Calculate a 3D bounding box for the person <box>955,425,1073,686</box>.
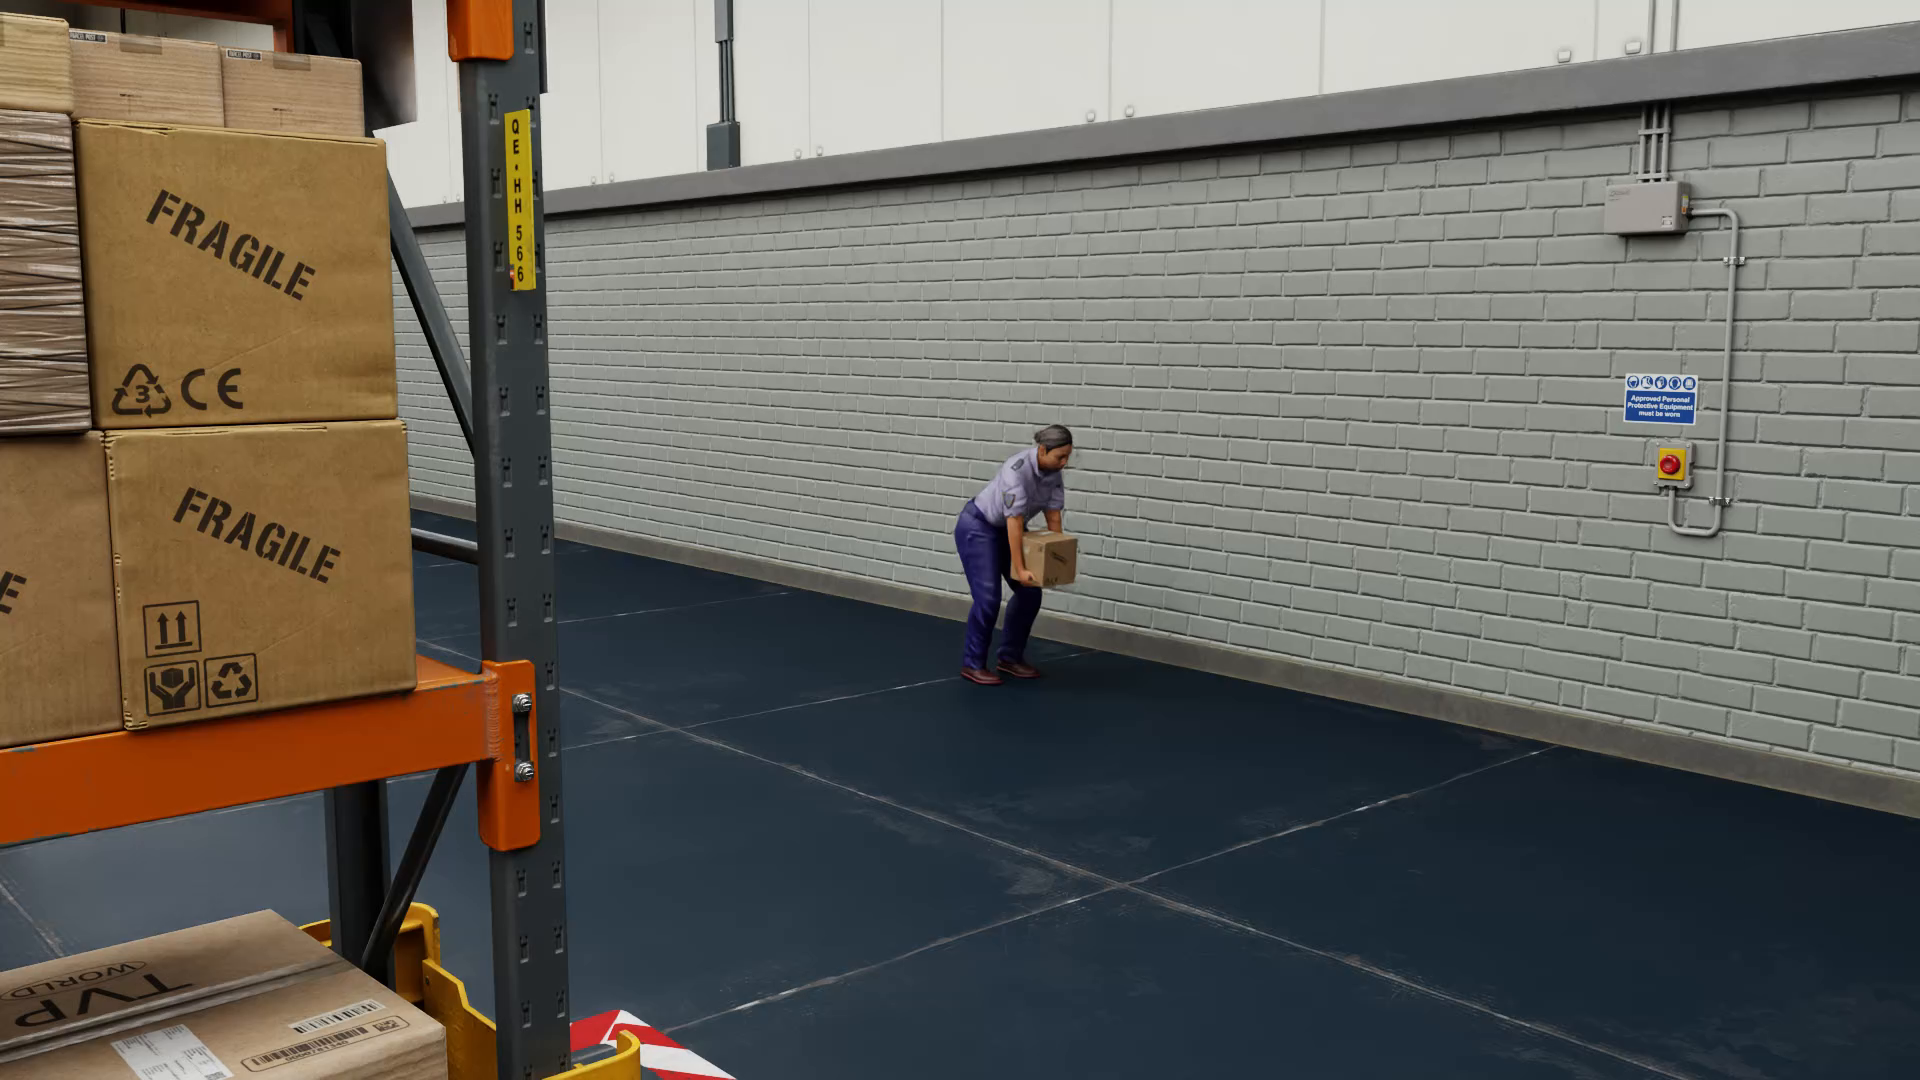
[{"bbox_3d":[0.315,0.078,9.099,0.453,1.436,0.729,-7,10,-42],"label":"person"}]
